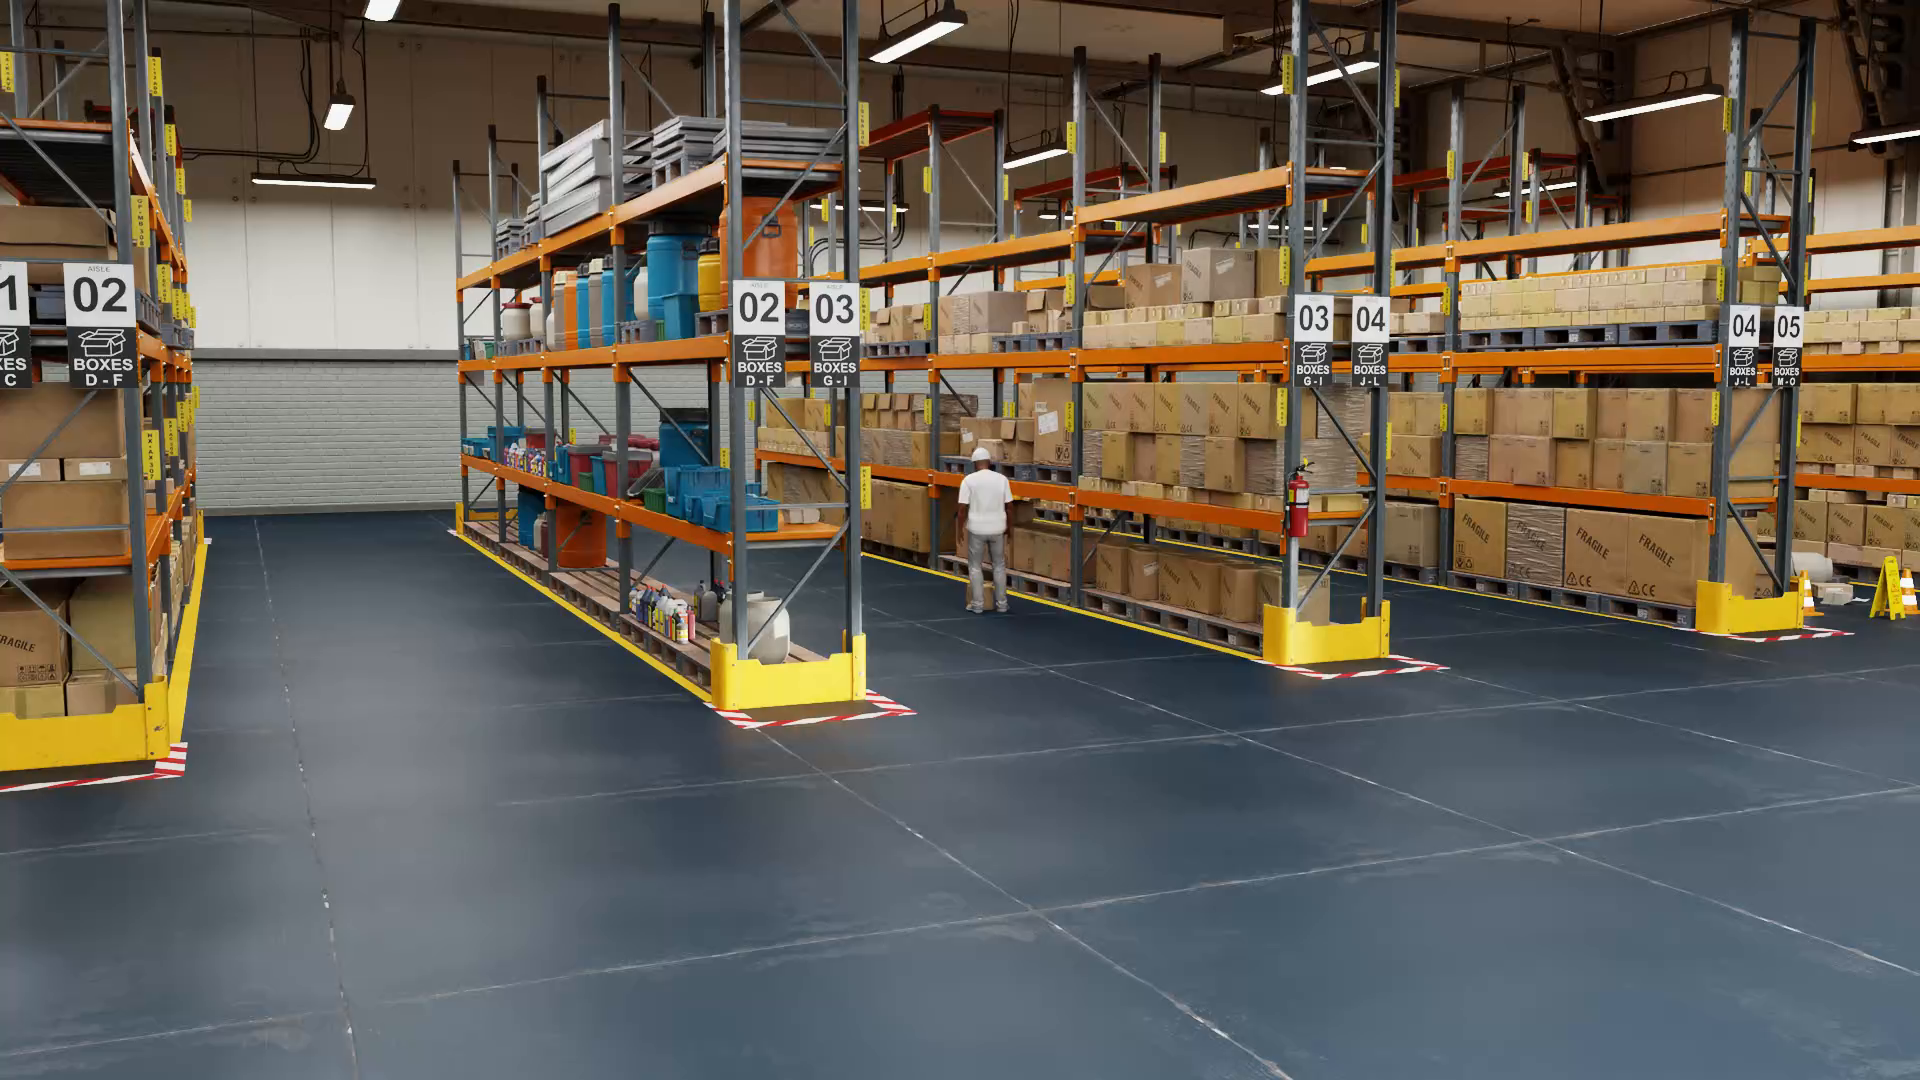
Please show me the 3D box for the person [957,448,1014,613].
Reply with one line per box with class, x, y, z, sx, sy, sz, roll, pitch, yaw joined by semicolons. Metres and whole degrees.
person;0.266;-0.106;17.810;0.631;1.759;0.461;-1;6;-14
